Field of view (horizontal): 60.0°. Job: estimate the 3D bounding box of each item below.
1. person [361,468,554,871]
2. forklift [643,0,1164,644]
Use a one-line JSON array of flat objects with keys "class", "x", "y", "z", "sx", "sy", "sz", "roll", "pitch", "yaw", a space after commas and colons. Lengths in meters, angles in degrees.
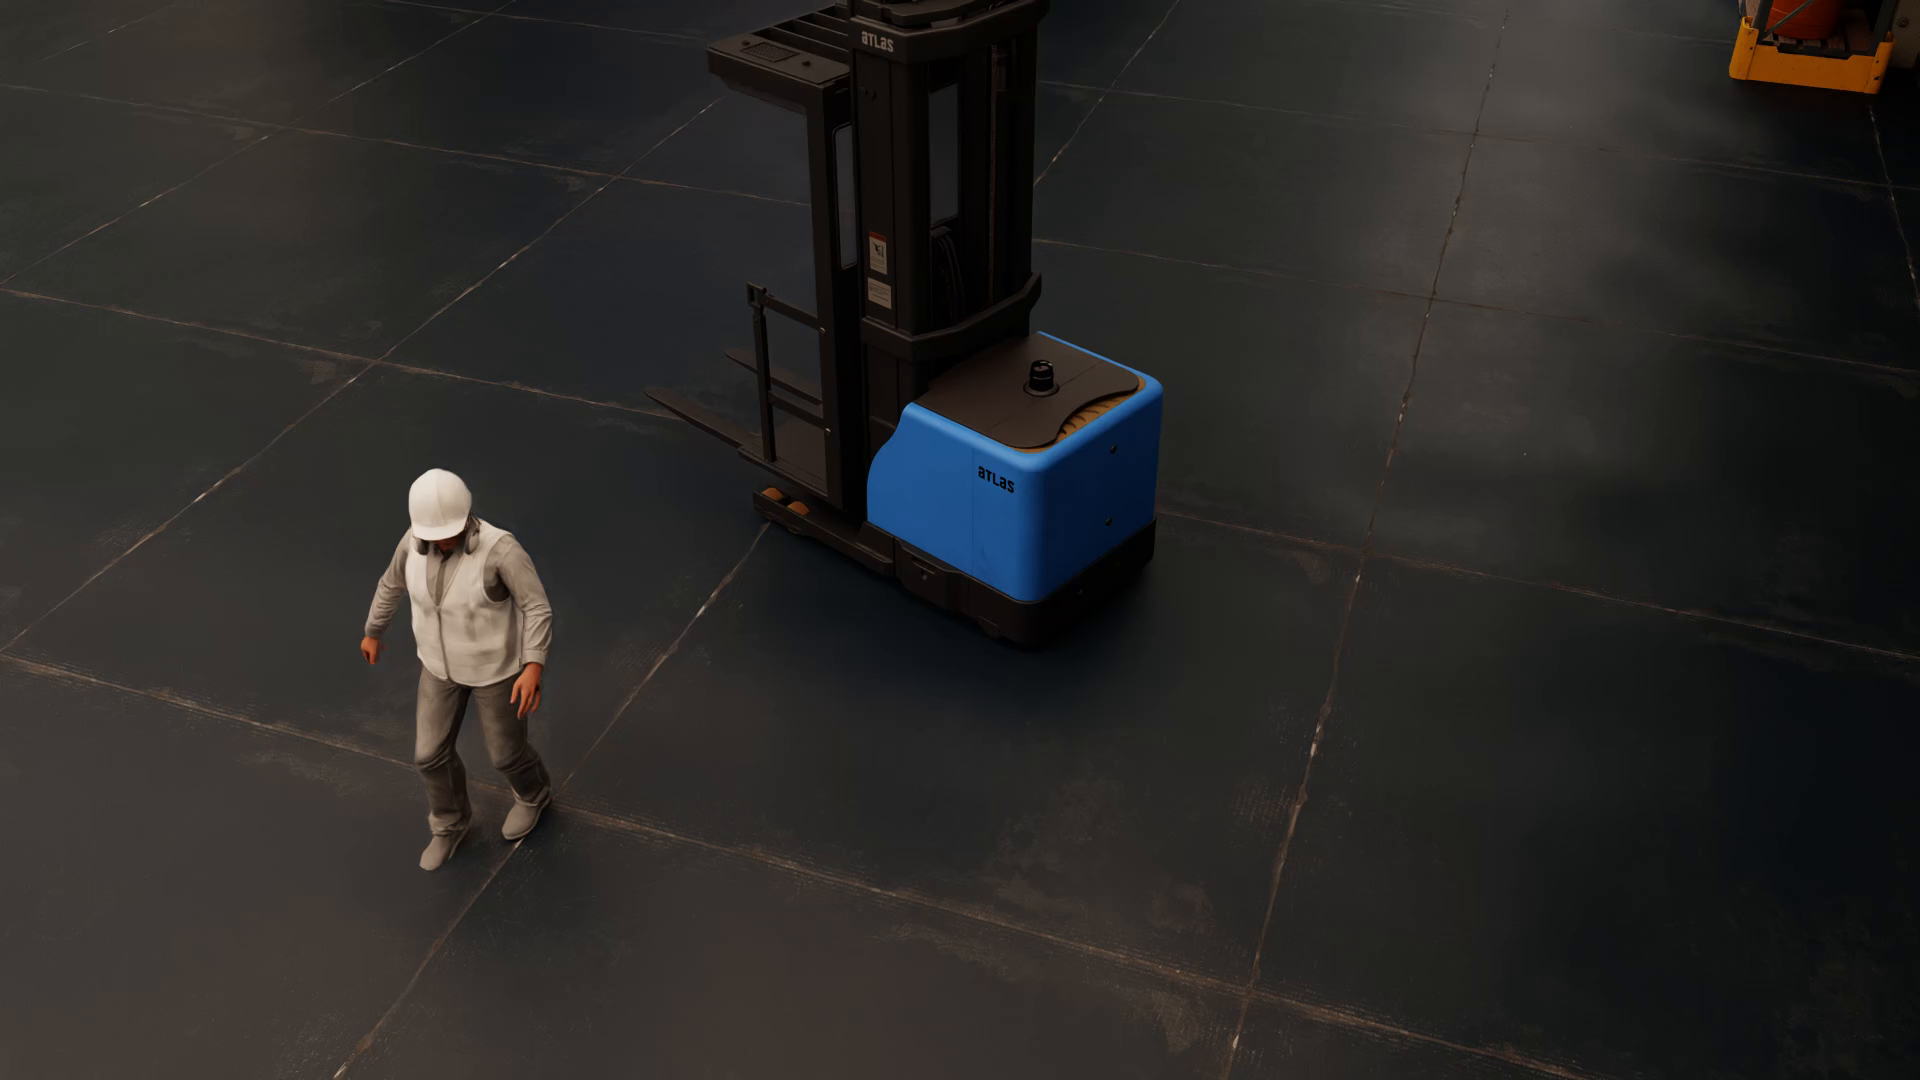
[{"class": "person", "x": -1.937, "y": 0.530, "z": 6.434, "sx": 0.955, "sy": 1.799, "sz": 0.580, "roll": 11, "pitch": 37, "yaw": 16}, {"class": "forklift", "x": -0.455, "y": -1.431, "z": 8.129, "sx": 3.031, "sy": 2.935, "sz": 1.130, "roll": 27, "pitch": 44, "yaw": 33}]
